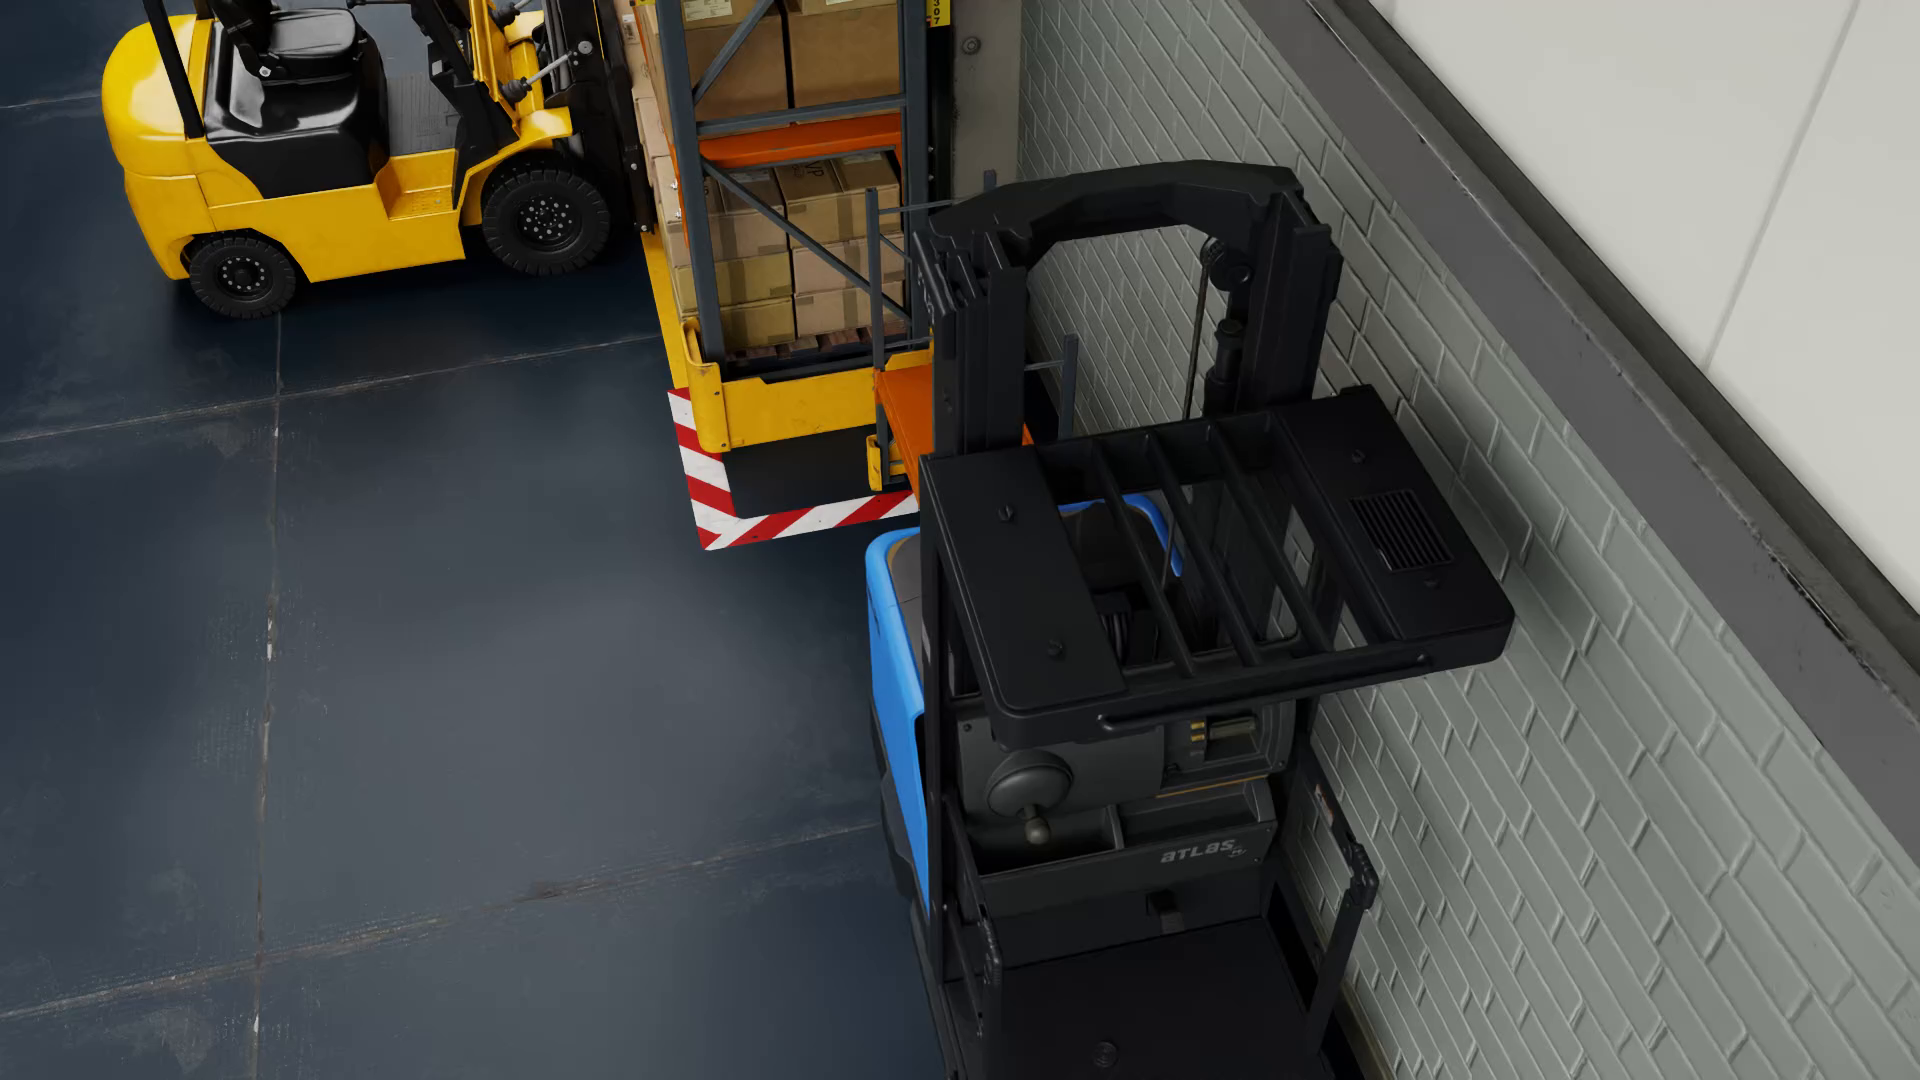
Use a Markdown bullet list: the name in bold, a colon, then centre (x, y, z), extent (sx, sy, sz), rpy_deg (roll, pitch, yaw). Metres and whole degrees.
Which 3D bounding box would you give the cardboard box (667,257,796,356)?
- **cardboard box**: centre (-1.051, -1.118, 7.627), extent (0.500, 0.250, 0.500), rpy_deg (-10, 46, -10)

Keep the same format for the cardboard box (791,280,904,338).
- **cardboard box**: centre (-0.562, -1.226, 7.733), extent (0.500, 0.250, 0.500), rpy_deg (-11, 47, -10)

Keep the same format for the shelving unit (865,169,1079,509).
- **shelving unit**: centre (0.020, -0.472, 6.413), extent (0.587, 1.500, 1.083), rpy_deg (-11, 47, -10)

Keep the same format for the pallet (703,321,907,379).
- **pallet**: centre (-0.862, -1.211, 8.040), extent (1.003, 0.211, 1.213), rpy_deg (-11, 47, -10)

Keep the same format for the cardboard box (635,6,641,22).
- **cardboard box**: centre (-1.261, -2.707, 7.484), extent (0.500, 0.500, 0.500), rpy_deg (-12, 47, -11)

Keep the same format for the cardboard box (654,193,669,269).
- **cardboard box**: centre (-1.169, -1.463, 7.966), extent (0.500, 0.250, 0.500), rpy_deg (-11, 47, -10)

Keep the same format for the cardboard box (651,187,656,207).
- **cardboard box**: centre (-1.289, -1.810, 8.306), extent (0.500, 0.250, 0.500), rpy_deg (-10, 46, -10)

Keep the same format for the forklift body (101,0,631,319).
- **forklift body**: centre (-2.874, -2.345, 7.793), extent (2.313, 2.155, 1.214), rpy_deg (-11, 47, -10)

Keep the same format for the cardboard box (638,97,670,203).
- **cardboard box**: centre (-1.181, -1.814, 7.609), extent (0.500, 0.250, 0.500), rpy_deg (-10, 46, -10)

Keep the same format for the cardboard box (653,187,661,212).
- **cardboard box**: centre (-1.170, -1.654, 7.802), extent (0.500, 0.250, 0.500), rpy_deg (-11, 47, -11)

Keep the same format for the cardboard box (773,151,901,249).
- **cardboard box**: centre (-0.565, -1.568, 7.368), extent (0.500, 0.250, 0.500), rpy_deg (-11, 47, -11)

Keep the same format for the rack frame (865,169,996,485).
- **rack frame**: centre (-0.108, -0.817, 6.751), extent (0.500, 1.500, 0.032), rpy_deg (-11, 47, -10)

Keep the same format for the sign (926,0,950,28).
- **sign**: centre (-0.087, -2.095, 6.292), extent (0.100, 0.325, 0.005), rpy_deg (-11, 47, -10)

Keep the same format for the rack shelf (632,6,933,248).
- **rack shelf**: centre (-1.137, -2.796, 8.144), extent (1.077, 0.370, 4.000), rpy_deg (-11, 47, -10)

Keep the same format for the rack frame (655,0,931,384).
- **rack frame**: centre (-0.625, -1.667, 6.534), extent (1.000, 3.000, 0.127), rpy_deg (-11, 47, -10)

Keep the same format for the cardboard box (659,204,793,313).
- **cardboard box**: centre (-1.052, -1.305, 7.461), extent (0.500, 0.250, 0.500), rpy_deg (-11, 47, -11)

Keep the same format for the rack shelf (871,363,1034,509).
- **rack shelf**: centre (0.022, -0.340, 6.536), extent (0.538, 0.185, 1.000), rpy_deg (-11, 47, -10)

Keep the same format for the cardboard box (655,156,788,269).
- **cardboard box**: centre (-1.045, -1.462, 7.265), extent (0.500, 0.250, 0.500), rpy_deg (-9, 46, -9)

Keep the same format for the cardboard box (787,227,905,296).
- **cardboard box**: centre (-0.545, -1.389, 7.543), extent (0.500, 0.250, 0.500), rpy_deg (-10, 46, -10)

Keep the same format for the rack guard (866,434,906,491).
- **rack guard**: centre (-0.108, -0.379, 7.197), extent (0.587, 0.250, 0.087), rpy_deg (-11, 47, -10)

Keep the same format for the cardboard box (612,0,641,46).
- **cardboard box**: centre (-1.442, -2.512, 8.293), extent (0.500, 0.250, 0.500), rpy_deg (-12, 47, -11)

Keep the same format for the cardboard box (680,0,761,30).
- **cardboard box**: centre (-0.985, -2.117, 6.451), extent (0.380, 0.149, 0.250), rpy_deg (-10, 46, -10)

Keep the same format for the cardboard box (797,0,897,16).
- **cardboard box**: centre (-0.461, -2.210, 6.543), extent (0.380, 0.149, 0.250), rpy_deg (-12, 47, -11)

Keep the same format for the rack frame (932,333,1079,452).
- **rack frame**: centre (0.152, -0.115, 6.063), extent (0.500, 1.500, 0.032), rpy_deg (-11, 47, -10)

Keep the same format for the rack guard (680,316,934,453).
- **rack guard**: centre (-0.619, -0.775, 7.411), extent (1.175, 0.500, 0.348), rpy_deg (-11, 47, -10)

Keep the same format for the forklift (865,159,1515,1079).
- **forklift**: centre (0.504, 0.654, 4.307), extent (1.130, 2.935, 3.031), rpy_deg (-9, 46, -9)

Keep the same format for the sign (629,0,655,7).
- **sign**: centre (-1.153, -2.065, 5.948), extent (0.100, 0.325, 0.005), rpy_deg (-11, 47, -10)

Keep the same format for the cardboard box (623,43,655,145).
- **cardboard box**: centre (-1.320, -2.160, 7.949), extent (0.500, 0.250, 0.500), rpy_deg (-10, 46, -10)

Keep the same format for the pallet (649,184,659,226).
- **pallet**: centre (-1.170, -2.052, 8.864), extent (1.003, 0.211, 1.213), rpy_deg (-11, 47, -10)

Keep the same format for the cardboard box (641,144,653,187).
- **cardboard box**: centre (-1.323, -2.006, 8.148), extent (0.500, 0.250, 0.500), rpy_deg (-12, 47, -11)

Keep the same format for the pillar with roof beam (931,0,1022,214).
- **pillar with roof beam**: centre (-4.094, -3.625, 4.253), extent (9.100, 9.000, 0.400), rpy_deg (-11, 47, -10)

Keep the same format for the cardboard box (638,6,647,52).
- **cardboard box**: centre (-1.129, -2.353, 7.137), extent (0.500, 0.500, 0.500), rpy_deg (-9, 46, -9)

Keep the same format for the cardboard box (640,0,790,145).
- **cardboard box**: centre (-1.005, -1.994, 6.784), extent (0.500, 0.500, 0.500), rpy_deg (-12, 47, -11)

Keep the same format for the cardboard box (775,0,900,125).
- **cardboard box**: centre (-0.484, -2.095, 6.883), extent (0.500, 0.500, 0.500), rpy_deg (-9, 46, -9)
